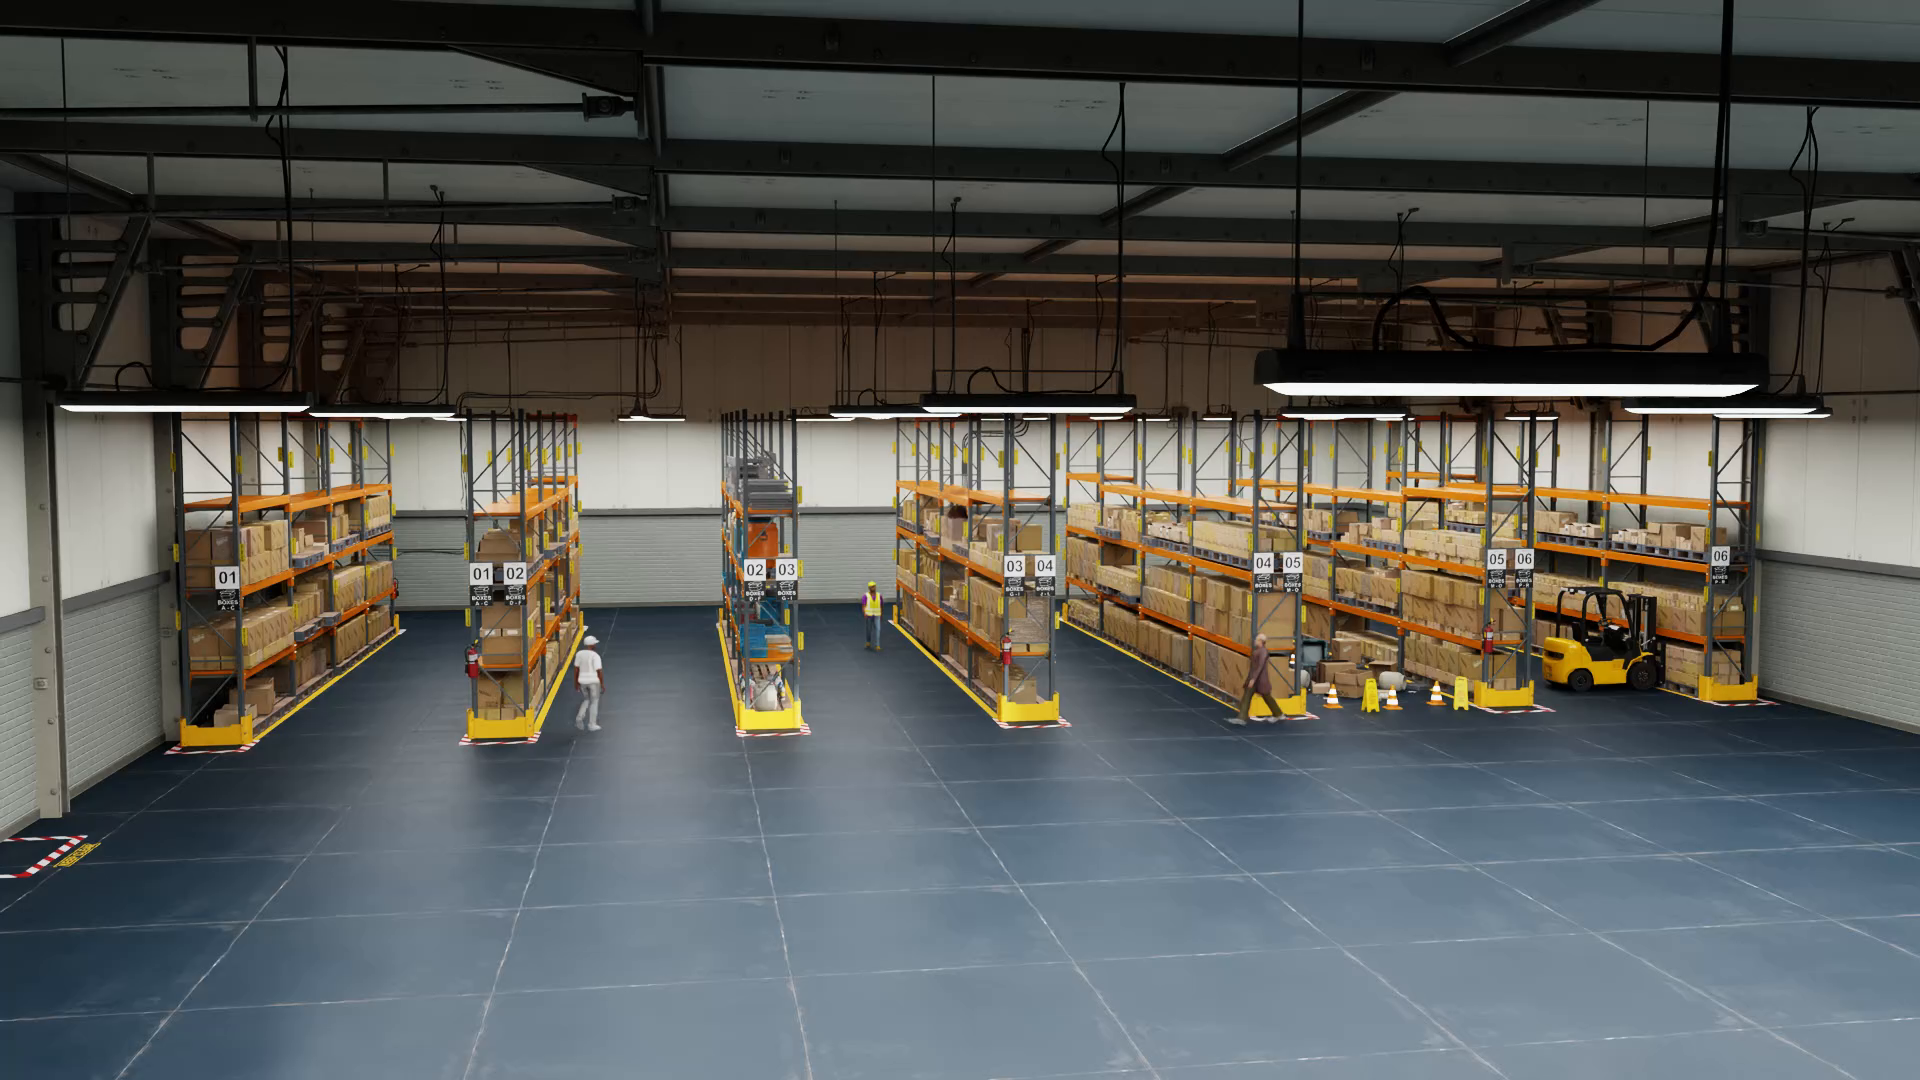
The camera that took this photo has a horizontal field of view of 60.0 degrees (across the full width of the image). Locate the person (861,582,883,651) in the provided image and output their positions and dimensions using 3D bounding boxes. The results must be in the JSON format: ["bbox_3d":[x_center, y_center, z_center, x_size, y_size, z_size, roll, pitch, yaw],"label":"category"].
[{"bbox_3d":[-2.201,1.922,42.125,0.581,1.723,0.999,-1,4,-12],"label":"person"}]

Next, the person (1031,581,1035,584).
[{"bbox_3d":[2.112,1.373,50.774,0.498,1.610,0.978,0,4,-1],"label":"person"}]

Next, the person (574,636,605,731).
[{"bbox_3d":[-6.904,2.664,30.977,0.625,1.761,0.480,2,4,23],"label":"person"}]

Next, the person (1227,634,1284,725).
[{"bbox_3d":[5.660,2.650,31.586,1.119,1.737,0.527,-3,5,-33],"label":"person"}]
